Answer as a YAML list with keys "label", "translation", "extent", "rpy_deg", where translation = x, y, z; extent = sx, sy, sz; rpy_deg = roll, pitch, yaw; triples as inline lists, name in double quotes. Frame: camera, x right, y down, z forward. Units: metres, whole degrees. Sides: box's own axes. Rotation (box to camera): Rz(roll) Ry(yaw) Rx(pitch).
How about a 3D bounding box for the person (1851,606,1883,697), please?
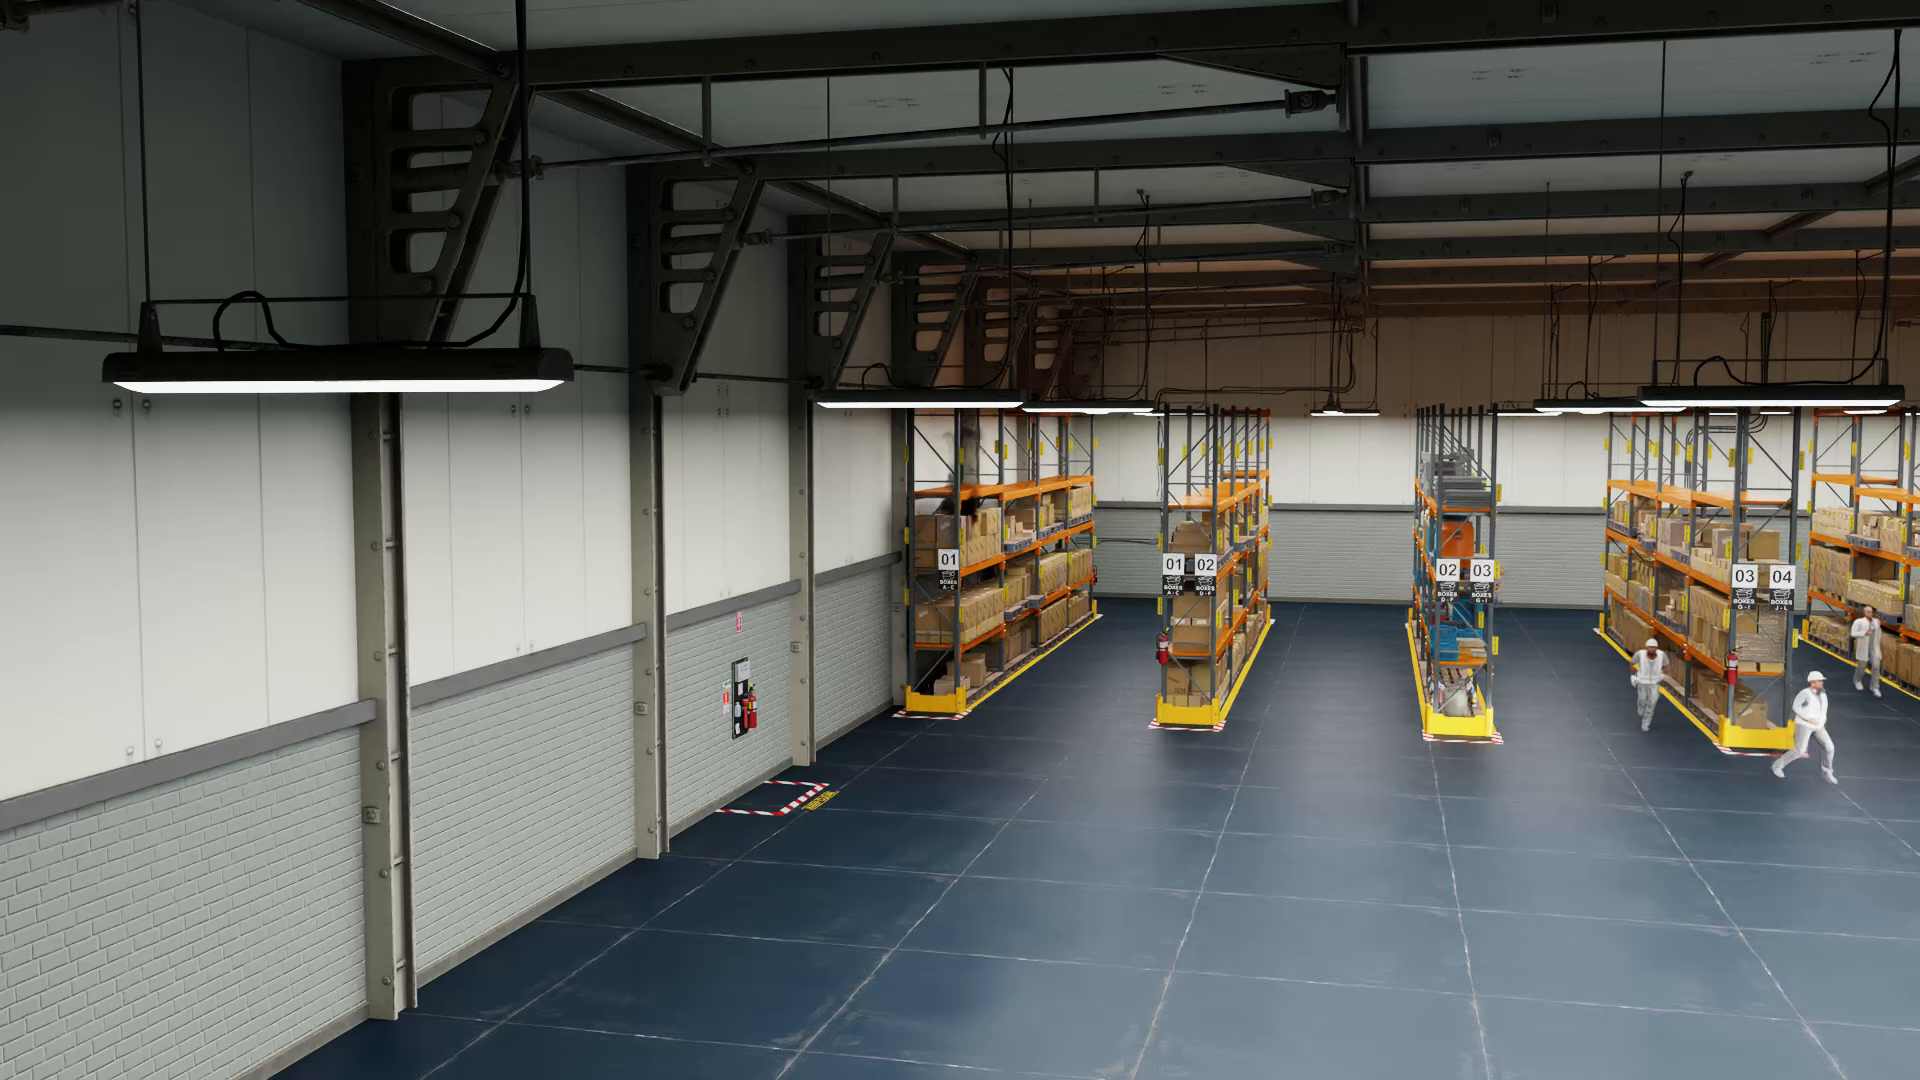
- label: "person"
  translation: [18.910, 2.295, 34.667]
  extent: [0.697, 1.828, 0.917]
  rpy_deg: [0, 4, 7]

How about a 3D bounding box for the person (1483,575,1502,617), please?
- label: "person"
  translation: [15.380, 1.570, 48.202]
  extent: [0.676, 1.338, 0.577]
  rpy_deg: [4, 6, 45]

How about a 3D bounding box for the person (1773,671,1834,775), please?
- label: "person"
  translation: [13.437, 2.881, 26.319]
  extent: [0.830, 1.631, 0.691]
  rpy_deg: [-2, 5, -25]

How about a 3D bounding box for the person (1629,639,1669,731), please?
- label: "person"
  translation: [12.739, 2.650, 30.776]
  extent: [0.681, 1.715, 0.876]
  rpy_deg: [1, 4, 9]
